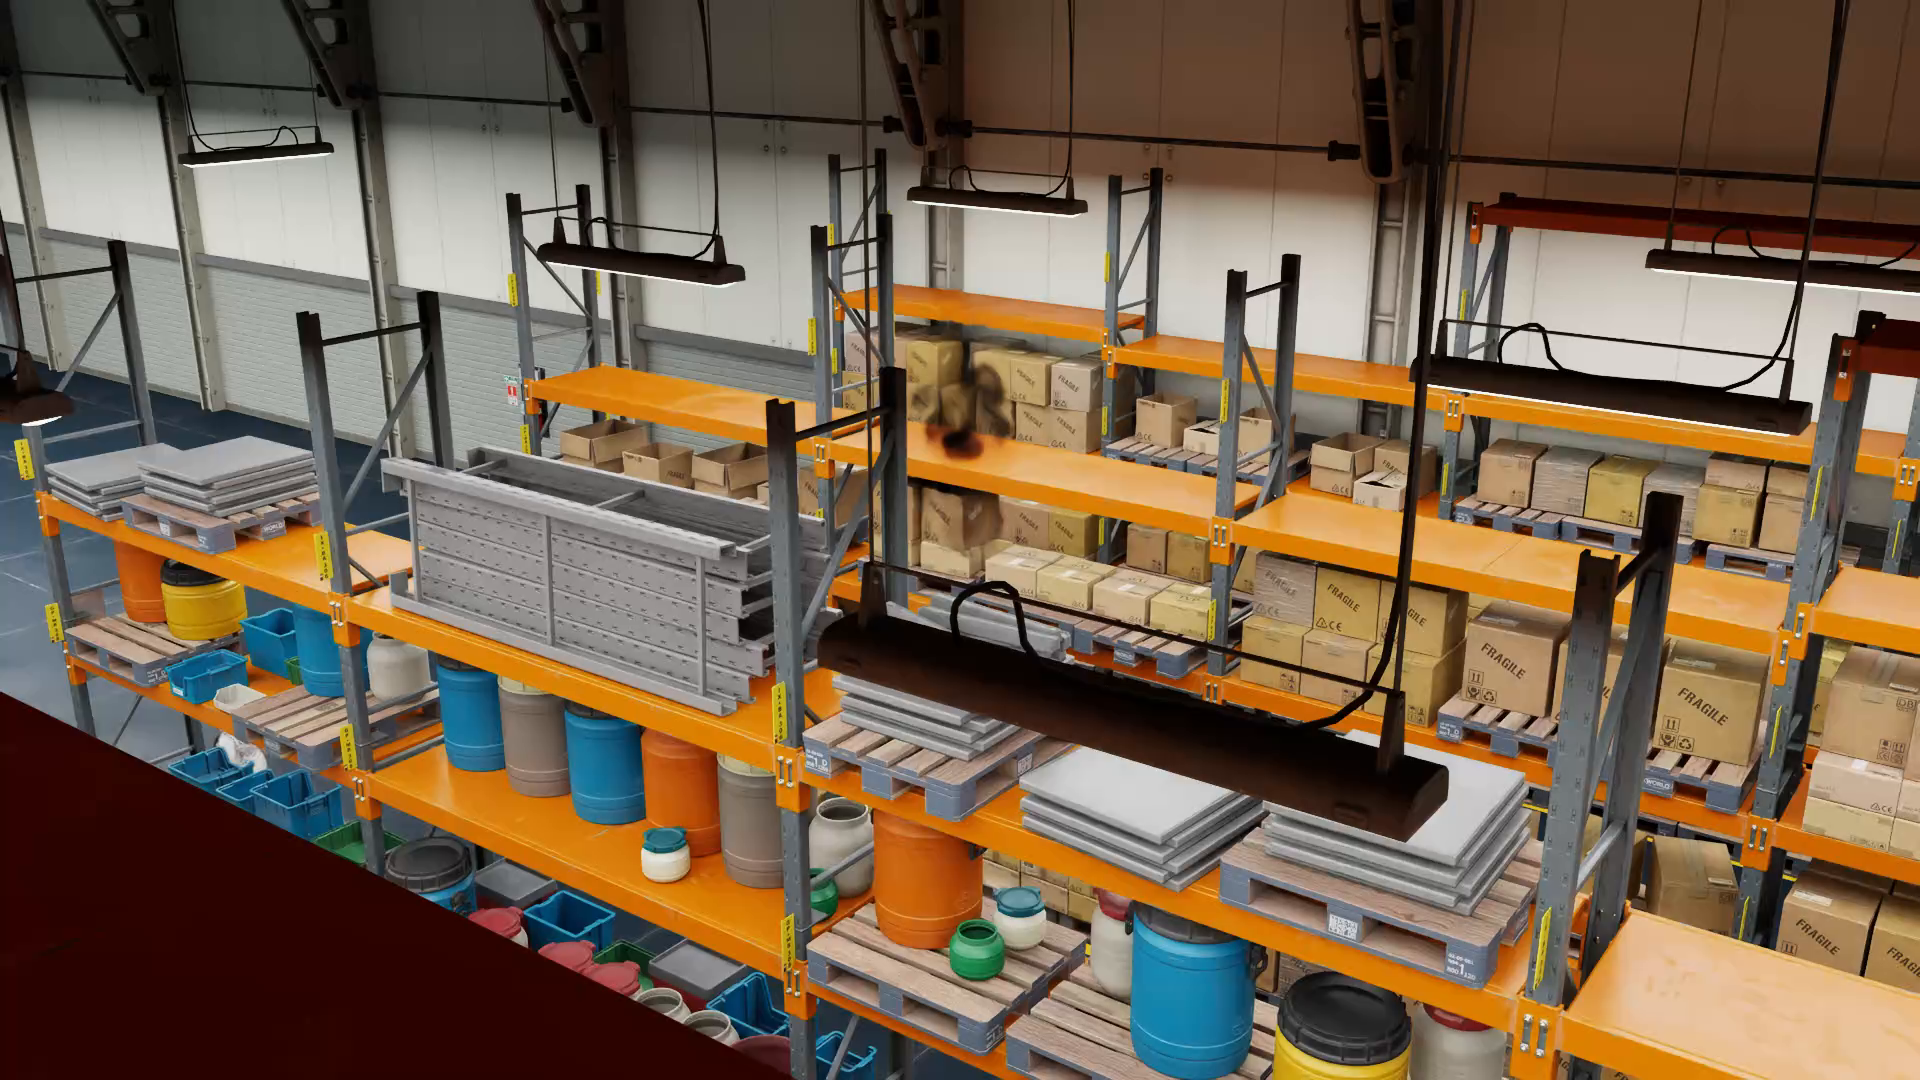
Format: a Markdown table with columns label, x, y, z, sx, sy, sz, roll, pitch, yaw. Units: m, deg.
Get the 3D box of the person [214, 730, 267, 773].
| label | x | y | z | sx | sy | sz | roll | pitch | yaw |
| --- | --- | --- | --- | --- | --- | --- | --- | --- | --- |
| person | -6.932 | 2.241 | 15.912 | 0.539 | 1.597 | 0.637 | 1 | 19 | 4 |
